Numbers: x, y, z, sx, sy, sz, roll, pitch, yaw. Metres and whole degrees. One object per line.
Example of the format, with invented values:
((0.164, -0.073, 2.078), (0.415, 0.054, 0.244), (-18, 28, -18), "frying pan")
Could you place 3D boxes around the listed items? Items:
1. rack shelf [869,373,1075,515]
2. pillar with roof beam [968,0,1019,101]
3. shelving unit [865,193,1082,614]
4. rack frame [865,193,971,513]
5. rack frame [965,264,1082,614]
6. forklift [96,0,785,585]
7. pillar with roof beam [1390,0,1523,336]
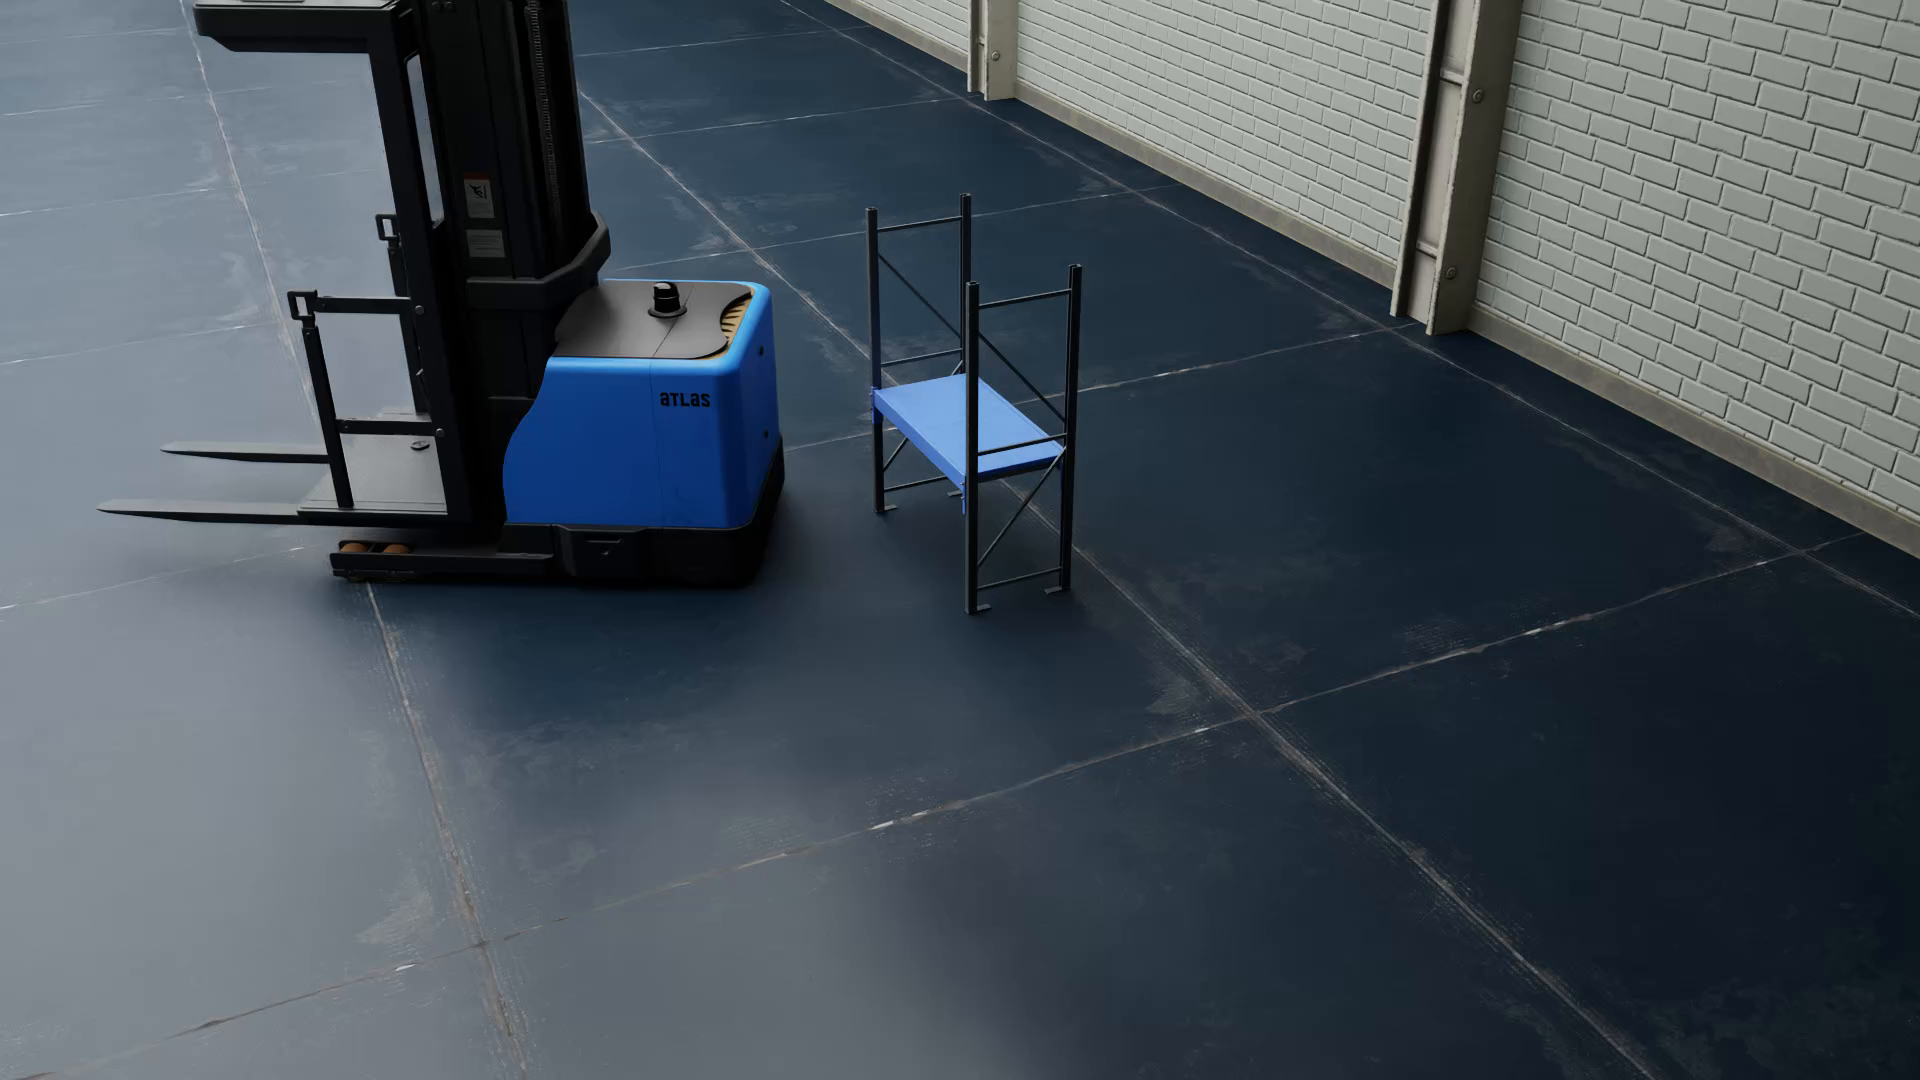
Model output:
((0.037, -0.460, 7.404), (0.538, 0.185, 1.000), (-13, 32, -22), "rack shelf")
((-3.598, -7.010, 11.050), (9.100, 9.000, 0.400), (-13, 32, -22), "pillar with roof beam")
((0.037, -0.616, 7.316), (0.538, 1.500, 1.048), (-13, 32, -22), "shelving unit")
((-0.182, -0.841, 7.716), (0.500, 1.500, 0.032), (-13, 32, -22), "rack frame")
((0.255, -0.392, 6.916), (0.500, 1.500, 0.032), (-13, 32, -22), "rack frame")
((-2.393, -1.346, 7.153), (3.031, 2.935, 1.130), (2, 29, 3), "forklift")
((-1.022, -4.359, 6.324), (9.100, 9.000, 0.400), (-13, 32, -22), "pillar with roof beam")
